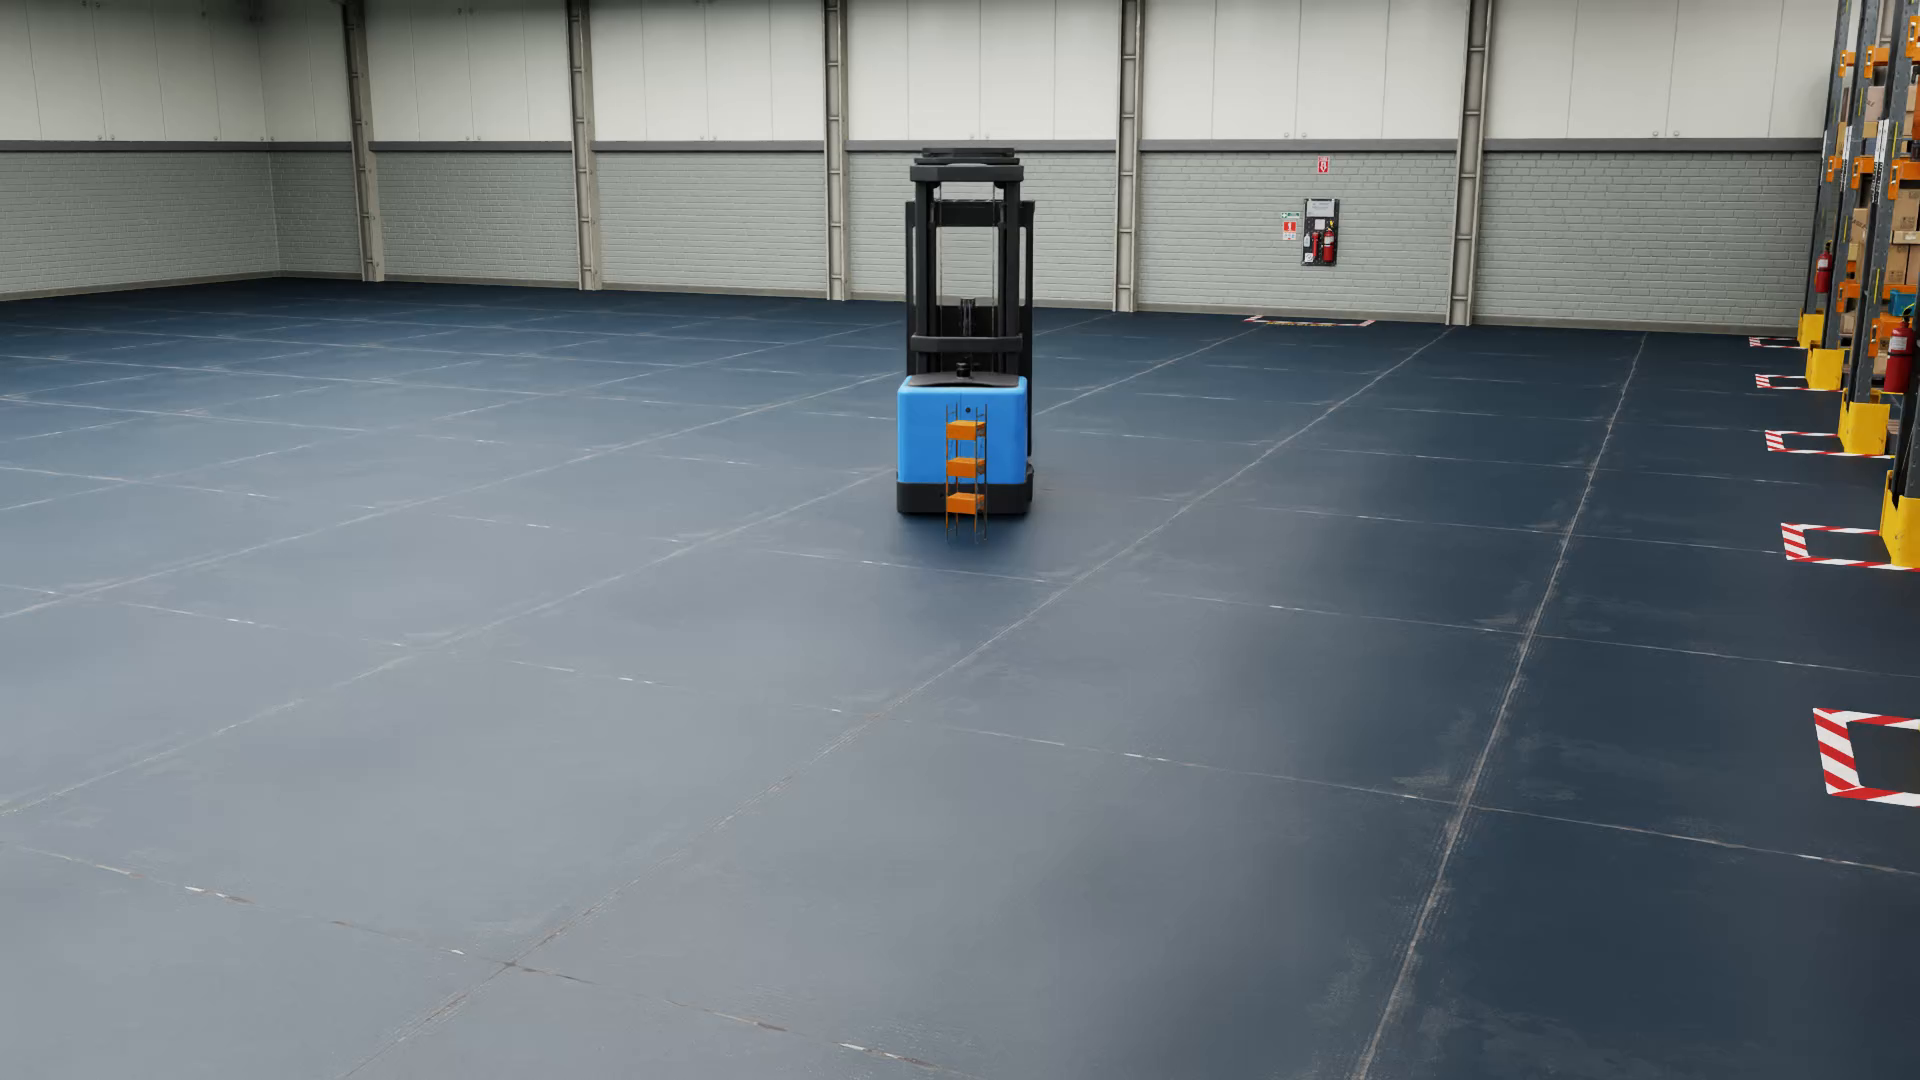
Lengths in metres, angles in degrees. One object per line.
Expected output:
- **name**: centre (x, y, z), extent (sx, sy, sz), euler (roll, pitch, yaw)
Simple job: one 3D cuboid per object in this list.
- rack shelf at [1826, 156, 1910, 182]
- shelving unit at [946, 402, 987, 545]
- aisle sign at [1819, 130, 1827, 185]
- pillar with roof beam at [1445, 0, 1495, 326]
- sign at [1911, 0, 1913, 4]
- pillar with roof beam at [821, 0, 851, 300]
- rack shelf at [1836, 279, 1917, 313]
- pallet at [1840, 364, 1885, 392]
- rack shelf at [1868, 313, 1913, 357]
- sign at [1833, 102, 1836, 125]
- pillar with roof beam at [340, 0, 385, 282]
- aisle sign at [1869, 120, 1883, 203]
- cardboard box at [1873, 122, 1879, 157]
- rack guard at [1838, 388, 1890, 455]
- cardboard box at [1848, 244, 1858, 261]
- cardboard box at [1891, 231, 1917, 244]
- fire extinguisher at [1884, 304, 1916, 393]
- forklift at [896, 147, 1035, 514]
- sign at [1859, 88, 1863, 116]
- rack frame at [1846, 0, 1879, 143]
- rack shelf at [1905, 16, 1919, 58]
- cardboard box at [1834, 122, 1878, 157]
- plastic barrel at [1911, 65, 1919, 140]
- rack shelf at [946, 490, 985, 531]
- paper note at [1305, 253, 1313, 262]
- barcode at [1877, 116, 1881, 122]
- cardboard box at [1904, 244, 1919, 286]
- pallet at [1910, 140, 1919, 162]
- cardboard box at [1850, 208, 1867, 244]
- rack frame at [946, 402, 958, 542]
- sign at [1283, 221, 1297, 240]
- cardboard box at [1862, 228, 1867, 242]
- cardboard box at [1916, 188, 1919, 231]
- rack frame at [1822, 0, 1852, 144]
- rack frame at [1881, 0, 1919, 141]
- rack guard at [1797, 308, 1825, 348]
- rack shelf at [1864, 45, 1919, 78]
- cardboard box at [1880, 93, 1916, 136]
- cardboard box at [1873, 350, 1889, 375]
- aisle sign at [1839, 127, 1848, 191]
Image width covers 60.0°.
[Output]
- **rack shelf**: centre (14.879, -5.415, 24.273), extent (4.000, 0.370, 1.077), euler (6, 14, 23)
- **shelving unit**: centre (0.049, -0.506, 12.614), extent (0.252, 1.050, 0.215), euler (6, 14, 23)
- **aisle sign**: centre (12.863, -5.699, 24.787), extent (0.004, 0.787, 0.394), euler (6, 14, 23)
- **pillar with roof beam**: centre (6.811, -7.182, 23.665), extent (0.400, 9.000, 9.100), euler (6, 14, 23)
- **sign**: centre (8.810, -5.125, 15.355), extent (0.005, 0.325, 0.100), euler (6, 14, 23)
- **pillar with roof beam**: centre (-4.161, -8.293, 28.397), extent (0.400, 9.000, 9.100), euler (6, 14, 23)
- **rack shelf**: centre (12.876, -2.919, 20.205), extent (4.000, 0.370, 1.077), euler (6, 14, 23)
- **pallet**: centre (11.763, -2.035, 20.966), extent (1.213, 0.211, 1.003), euler (6, 14, 23)
- **rack shelf**: centre (10.866, -1.885, 15.798), extent (4.000, 0.370, 1.077), euler (6, 14, 23)
- **sign**: centre (12.830, -6.262, 24.397), extent (0.005, 0.325, 0.100), euler (6, 14, 23)
- **pillar with roof beam**: centre (-15.132, -9.403, 33.129), extent (0.400, 9.000, 9.100), euler (6, 14, 23)
- **aisle sign**: centre (9.092, -3.755, 16.500), extent (0.004, 0.787, 0.394), euler (6, 14, 23)
- **cardboard box**: centre (13.534, -6.023, 25.027), extent (0.500, 0.500, 0.500), euler (7, 15, 27)
- **rack guard**: centre (9.126, -1.206, 16.802), extent (0.348, 0.500, 1.175), euler (6, 14, 23)
- **cardboard box**: centre (13.368, -4.315, 24.862), extent (0.500, 0.250, 0.500), euler (5, 14, 22)
- **cardboard box**: centre (11.561, -3.714, 20.378), extent (0.250, 0.149, 0.380), euler (5, 14, 22)
- **fire extinguisher**: centre (7.113, -1.455, 12.559), extent (0.183, 0.674, 0.296), euler (6, 14, 23)
- **forklift**: centre (0.095, -1.919, 14.517), extent (1.130, 2.935, 3.031), euler (1, 13, 3)
- **sign**: centre (10.817, -5.264, 19.968), extent (0.005, 0.325, 0.100), euler (6, 14, 23)
- **rack frame**: centre (11.047, -6.375, 20.226), extent (0.127, 3.000, 1.000), euler (6, 14, 23)
- **rack shelf**: centre (10.866, -4.611, 15.158), extent (4.000, 0.370, 1.077), euler (6, 14, 23)
- **cardboard box**: centre (13.255, -5.925, 24.612), extent (0.500, 0.500, 0.500), euler (6, 15, 25)
- **plastic barrel**: centre (9.533, -4.276, 15.986), extent (0.708, 0.830, 0.600), euler (6, 14, 23)
- **rack shelf**: centre (0.049, -0.225, 12.680), extent (0.240, 0.259, 0.215), euler (6, 14, 23)
- **paper note**: centre (6.177, -4.999, 29.423), extent (0.142, 0.148, 0.016), euler (6, 14, 23)
- **barcode**: centre (11.518, -5.270, 20.813), extent (0.075, 0.075, 0.001), euler (6, 14, 23)
- **cardboard box**: centre (11.951, -3.410, 20.502), extent (0.500, 0.500, 0.700), euler (6, 15, 25)
- **pallet**: centre (9.754, -3.692, 15.770), extent (1.213, 0.211, 1.003), euler (6, 14, 23)
- **cardboard box**: centre (13.365, -4.685, 24.796), extent (0.500, 0.500, 0.500), euler (6, 14, 23)
- **rack frame**: centre (-0.063, -0.517, 12.662), extent (0.008, 1.050, 0.200), euler (6, 14, 23)
- **sign**: centre (5.847, -5.488, 29.497), extent (0.234, 0.329, 0.001), euler (6, 14, 23)
- **cardboard box**: centre (11.474, -3.824, 20.845), extent (0.250, 0.149, 0.380), euler (6, 14, 22)
- **cardboard box**: centre (12.000, -4.037, 20.333), extent (0.500, 0.500, 0.700), euler (5, 14, 22)
- **rack frame**: centre (13.050, -7.410, 24.637), extent (0.127, 3.000, 1.000), euler (6, 14, 23)
- **rack frame**: centre (9.037, -5.341, 15.819), extent (0.127, 3.000, 1.000), euler (6, 14, 23)
- **rack guard**: centre (13.120, -3.266, 25.578), extent (0.348, 0.500, 1.175), euler (6, 14, 23)
- **rack shelf**: centre (12.876, -5.645, 19.566), extent (4.000, 0.370, 1.077), euler (6, 14, 23)
- **cardboard box**: centre (11.571, -5.184, 20.263), extent (0.637, 0.503, 0.797), euler (7, 15, 27)
- **cardboard box**: centre (11.447, -2.224, 20.768), extent (0.500, 0.250, 0.500), euler (6, 14, 23)
- **aisle sign**: centre (11.106, -4.788, 20.902), extent (0.004, 0.787, 0.394), euler (6, 14, 23)
